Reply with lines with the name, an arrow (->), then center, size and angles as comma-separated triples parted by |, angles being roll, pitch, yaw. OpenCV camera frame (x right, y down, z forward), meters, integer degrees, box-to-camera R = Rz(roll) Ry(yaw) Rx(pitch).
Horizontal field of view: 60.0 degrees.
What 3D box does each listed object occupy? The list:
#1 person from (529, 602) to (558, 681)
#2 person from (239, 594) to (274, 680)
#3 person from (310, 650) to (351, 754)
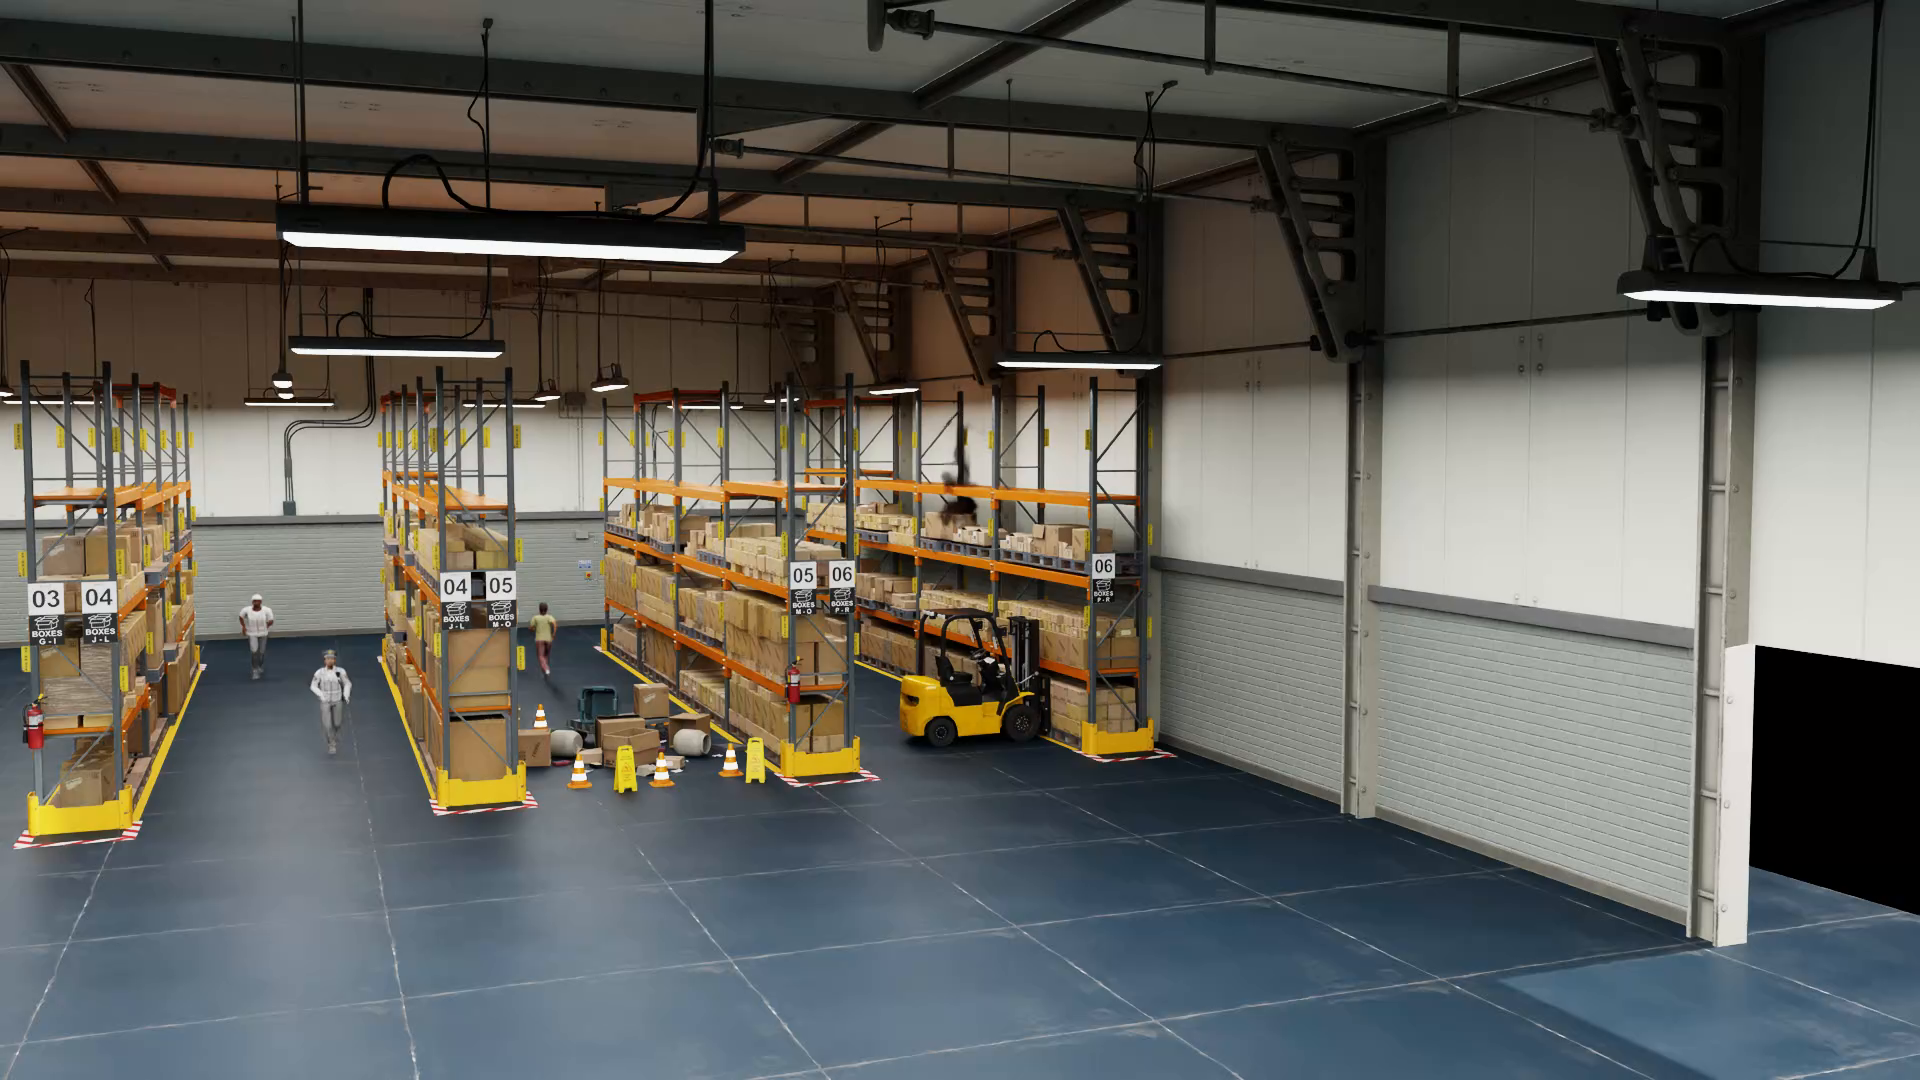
person -> -8.531, 2.136, 34.023 | 0.529, 1.706, 1.075 | -2, 4, -26
person -> -14.811, 2.033, 35.068 | 0.627, 1.808, 0.864 | -2, 4, -34
person -> -10.077, 2.583, 26.656 | 0.616, 1.659, 0.554 | -1, 4, -22
